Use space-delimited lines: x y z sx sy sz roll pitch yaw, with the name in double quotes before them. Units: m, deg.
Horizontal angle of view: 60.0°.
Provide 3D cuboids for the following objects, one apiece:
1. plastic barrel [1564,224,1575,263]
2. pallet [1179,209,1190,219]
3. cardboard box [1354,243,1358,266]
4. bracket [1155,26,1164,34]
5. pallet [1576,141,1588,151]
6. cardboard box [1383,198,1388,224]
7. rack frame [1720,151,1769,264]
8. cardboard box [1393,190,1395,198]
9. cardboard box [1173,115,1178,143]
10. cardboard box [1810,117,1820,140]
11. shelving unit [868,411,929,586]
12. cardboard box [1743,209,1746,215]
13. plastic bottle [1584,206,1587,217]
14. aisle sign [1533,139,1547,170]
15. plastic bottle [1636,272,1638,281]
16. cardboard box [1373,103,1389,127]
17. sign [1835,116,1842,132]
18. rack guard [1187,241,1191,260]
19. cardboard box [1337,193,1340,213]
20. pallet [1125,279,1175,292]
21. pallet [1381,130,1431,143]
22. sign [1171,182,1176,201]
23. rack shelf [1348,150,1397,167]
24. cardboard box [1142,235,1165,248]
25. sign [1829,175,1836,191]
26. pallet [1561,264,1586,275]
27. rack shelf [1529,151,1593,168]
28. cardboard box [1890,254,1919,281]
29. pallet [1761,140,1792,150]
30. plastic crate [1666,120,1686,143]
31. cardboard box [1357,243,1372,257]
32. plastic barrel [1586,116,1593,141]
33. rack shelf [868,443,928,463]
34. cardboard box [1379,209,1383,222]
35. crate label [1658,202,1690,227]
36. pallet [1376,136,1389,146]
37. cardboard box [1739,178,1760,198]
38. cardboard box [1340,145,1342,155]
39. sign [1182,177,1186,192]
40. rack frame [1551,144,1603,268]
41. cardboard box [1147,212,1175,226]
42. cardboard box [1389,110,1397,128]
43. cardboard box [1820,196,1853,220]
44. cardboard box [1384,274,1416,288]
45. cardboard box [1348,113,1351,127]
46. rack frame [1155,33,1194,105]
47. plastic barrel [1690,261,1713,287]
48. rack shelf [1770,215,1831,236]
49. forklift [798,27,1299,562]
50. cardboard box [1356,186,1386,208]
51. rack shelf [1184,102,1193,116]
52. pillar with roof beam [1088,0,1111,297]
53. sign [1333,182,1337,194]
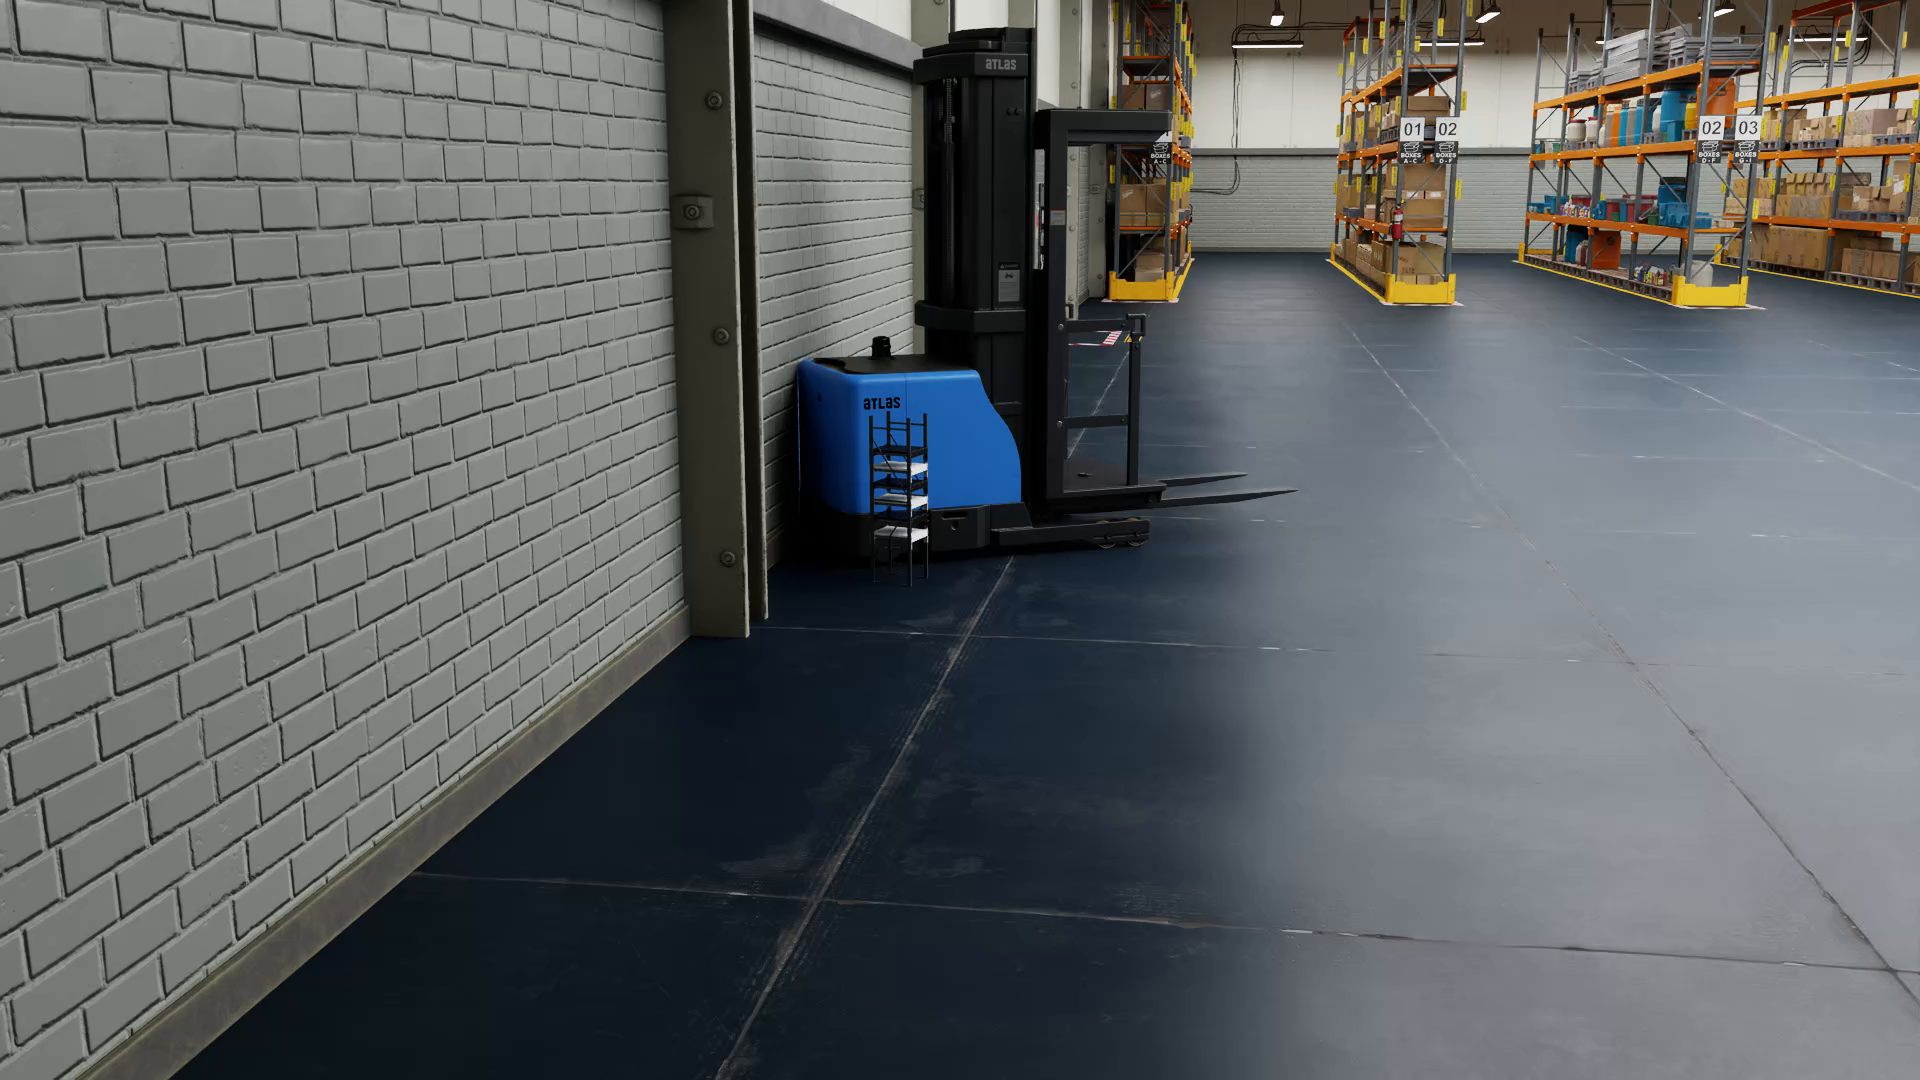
"plastic barrel" 14.841 -7.117 39.883 0.600 0.901 0.708 2 12 9
"pallet" 4.533 -7.293 37.170 1.213 0.211 1.003 2 12 9
"cardboard box" 9.345 -6.574 38.269 0.500 0.500 0.500 2 12 11
"bracket" 5.615 -14.389 46.854 0.235 0.232 0.430 2 12 9
"pallet" 14.746 -9.022 38.065 1.003 0.211 1.213 2 12 9
"cardboard box" 8.755 -6.503 32.810 0.700 0.500 0.500 2 12 7
"rack frame" 20.451 -8.723 43.348 1.000 3.000 0.127 2 12 9
"cardboard box" 8.270 -6.435 30.956 0.380 0.149 0.250 2 12 10
"cardboard box" 3.723 -7.571 30.597 0.500 0.500 0.500 3 12 12
"cardboard box" 19.514 -9.205 37.226 0.797 0.503 0.637 2 12 8
"shelving unit" -0.327 -0.224 8.895 0.258 0.900 0.210 5 13 24
"cardboard box" 19.835 -8.216 41.595 0.380 0.149 0.250 2 12 7
"plastic bottle" 14.068 -7.365 37.353 0.097 0.271 0.097 0 12 0
"aisle sign" 15.274 -10.179 43.933 0.394 0.787 0.004 2 12 9
"plastic bottle" 13.198 -5.138 32.311 0.097 0.201 0.097 0 12 0
"cardboard box" 9.506 -9.474 37.102 0.500 0.500 0.500 2 12 9
"sign" 18.673 -8.835 35.333 0.100 0.325 0.005 2 12 9
"rack guard" 5.771 -7.987 45.868 1.175 0.500 0.348 2 12 9
"cardboard box" 10.260 -8.902 43.942 0.500 0.500 0.500 2 12 8
"pallet" 3.668 -4.947 32.449 1.003 0.211 1.213 2 12 9
"pallet" 8.712 -7.791 32.115 1.003 0.211 1.213 2 12 9
"sign" 3.843 -6.279 29.954 0.100 0.325 0.005 2 12 9
"rack shelf" 9.740 -8.910 38.805 1.077 0.370 4.000 2 12 9
"cardboard box" 4.160 -6.420 35.771 0.500 0.250 0.500 2 12 7
"sign" 18.672 -7.641 35.579 0.100 0.325 0.005 2 12 9
"pallet" 14.597 -6.273 38.602 1.003 0.211 1.213 2 12 9
"rack shelf" 15.249 -9.581 41.920 1.077 0.370 4.000 2 12 9
"cardboard box" 18.721 -5.345 32.563 0.700 0.500 0.500 1 12 4
"pallet" 19.972 -9.483 39.966 1.003 0.211 1.213 2 12 9
"plastic crate" 13.092 -7.418 30.210 0.392 0.384 0.575 2 12 9
"cardboard box" 9.062 -6.415 36.838 0.500 0.311 0.500 2 12 11
"plastic barrel" 15.002 -9.617 38.937 0.600 0.588 0.600 0 12 0
"rack shelf" -0.327 -0.455 8.846 0.258 0.077 0.200 5 13 24
"cardboard box" 8.771 -6.670 34.141 0.396 0.266 0.258 2 12 7
"crate label" 13.112 -5.962 30.452 0.502 0.435 0.616 2 12 9
"pallet" 8.940 -8.103 33.808 0.805 0.209 1.217 1 12 6
"cardboard box" 19.960 -8.858 41.846 0.500 0.500 0.500 2 12 7
"cardboard box" 10.243 -10.235 43.601 0.500 0.250 0.500 2 12 9
"sign" 5.075 -8.050 37.668 0.100 0.325 0.005 2 12 9
"rack frame" 14.942 -8.050 40.229 1.000 3.000 0.127 2 12 9
"cardboard box" 3.696 -5.901 30.564 0.500 0.250 0.500 2 12 7
"cardboard box" 8.204 -7.774 30.709 0.500 0.311 0.500 3 13 15
"cardboard box" 19.052 -7.217 36.124 0.500 0.500 0.500 2 12 10
"cardboard box" 7.993 -4.696 30.194 0.500 0.250 0.500 2 12 9
"cardboard box" 10.299 -10.631 42.472 0.700 0.500 0.500 2 12 9
"rack frame" 5.768 -12.137 44.950 1.000 3.000 0.127 2 12 9
"plastic barrel" 13.122 -4.681 29.503 0.421 0.512 0.421 0 12 0
"rack shelf" 19.528 -7.122 37.628 1.077 0.370 4.000 2 12 9
"forklift" 0.588 -1.481 9.906 3.031 2.935 1.130 -5 13 -21
"cardboard box" 9.418 -7.768 37.684 0.700 0.500 0.500 -2 12 -10
"rack shelf" 5.460 -11.173 43.136 1.077 0.370 4.000 2 12 9
"pillar with roof beam" 6.814 -8.840 29.654 9.100 9.000 0.400 2 12 9
"sign" 10.127 -9.485 44.831 0.100 0.325 0.005 2 12 9
